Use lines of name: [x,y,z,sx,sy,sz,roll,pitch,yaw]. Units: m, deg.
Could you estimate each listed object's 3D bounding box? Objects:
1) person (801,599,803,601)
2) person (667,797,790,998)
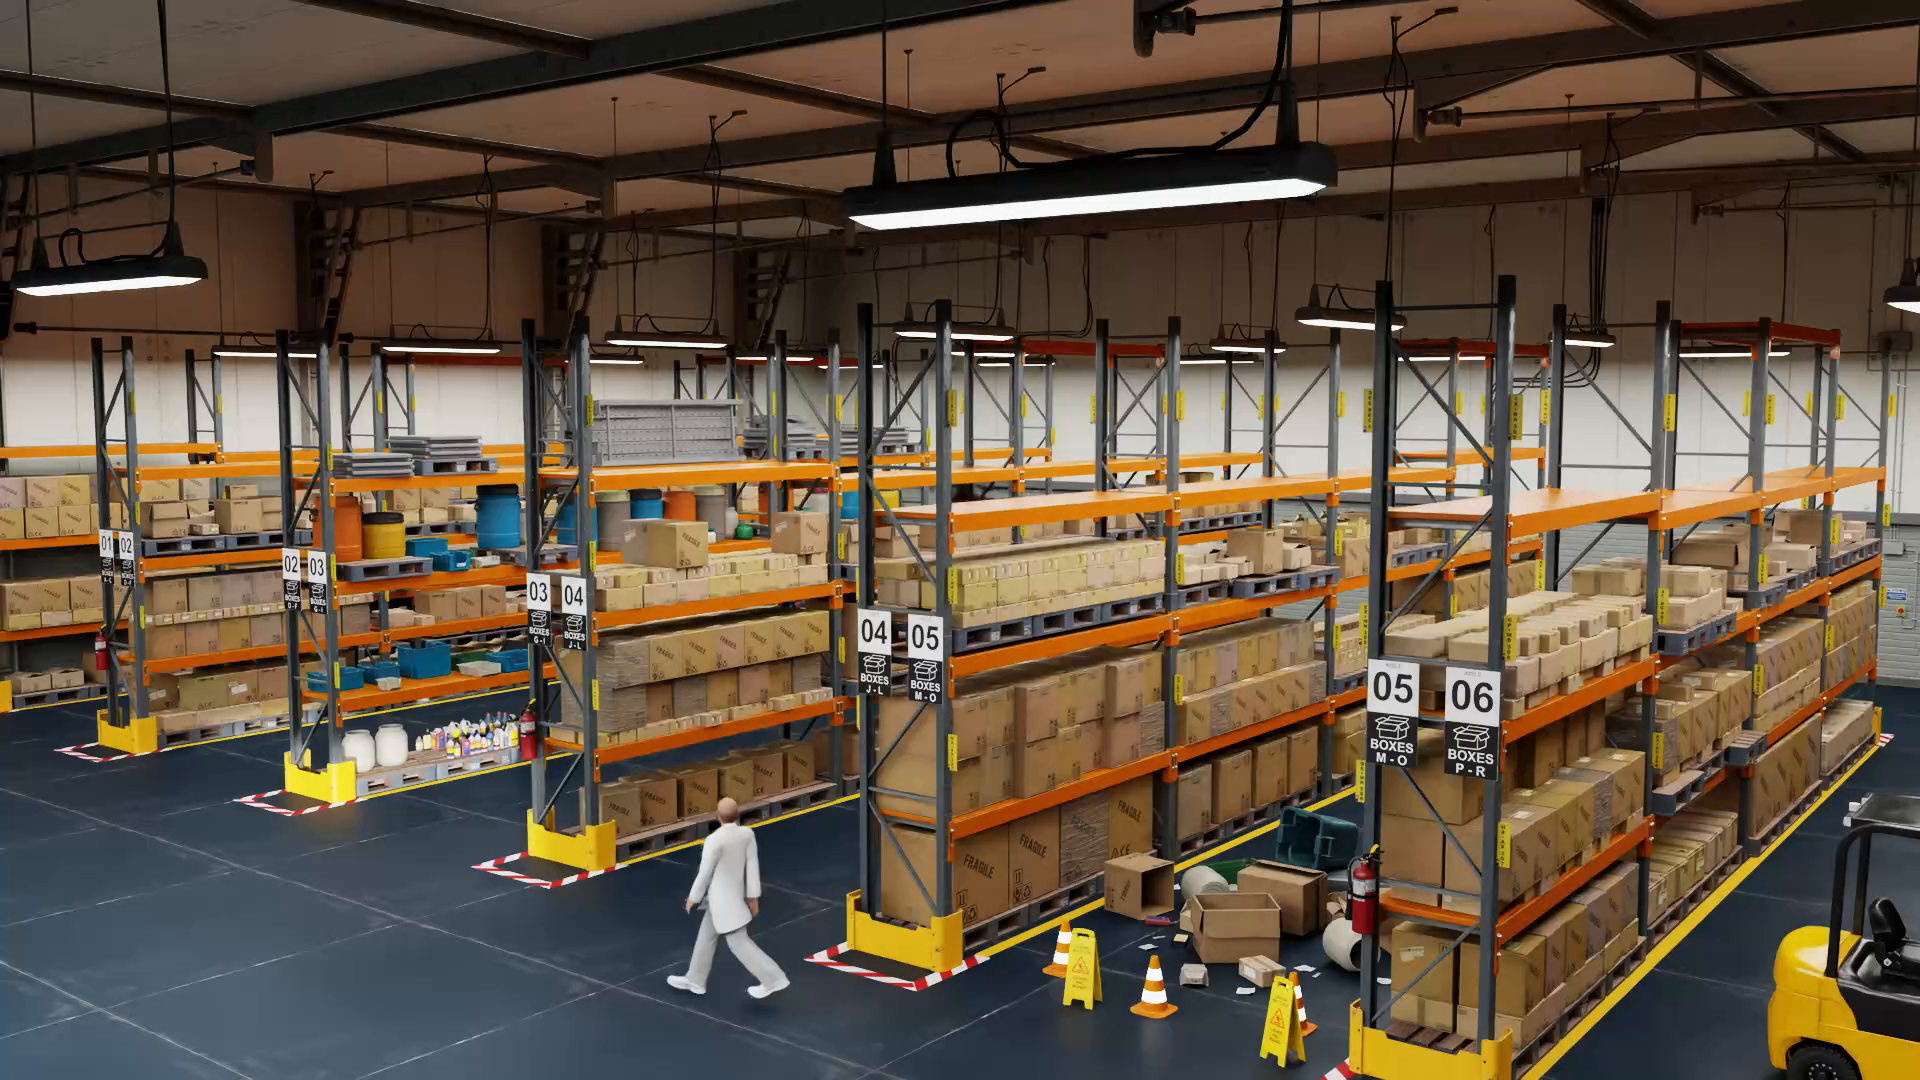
person: [-3.734,0.786,39.919,0.549,1.763,0.598,5,7,44]
person: [-1.997,3.056,14.199,1.115,1.742,0.519,0,5,3]
